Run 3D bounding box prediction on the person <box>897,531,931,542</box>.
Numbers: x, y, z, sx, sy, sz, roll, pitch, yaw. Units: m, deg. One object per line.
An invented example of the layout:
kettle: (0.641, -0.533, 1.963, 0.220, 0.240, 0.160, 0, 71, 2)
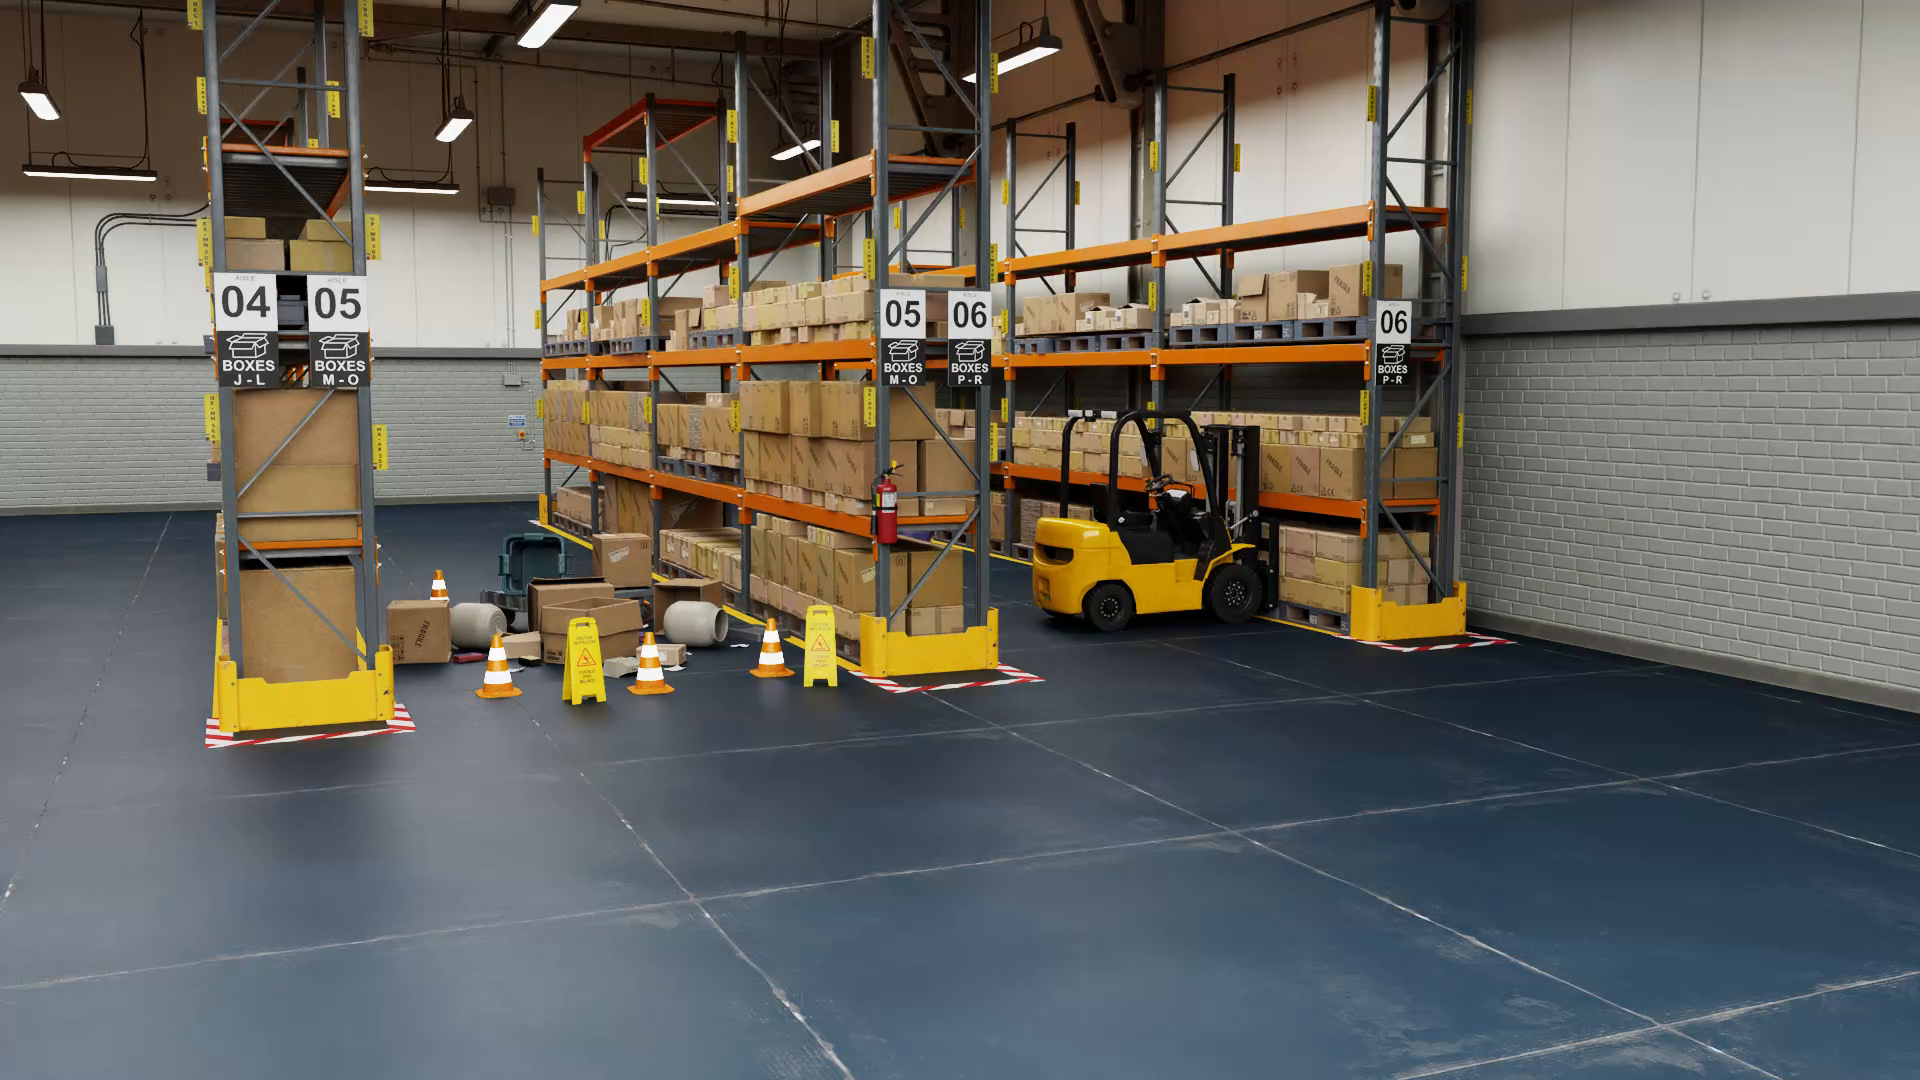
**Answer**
person: (-0.664, 0.141, 18.939, 0.513, 1.015, 0.892, -3, 6, -26)
